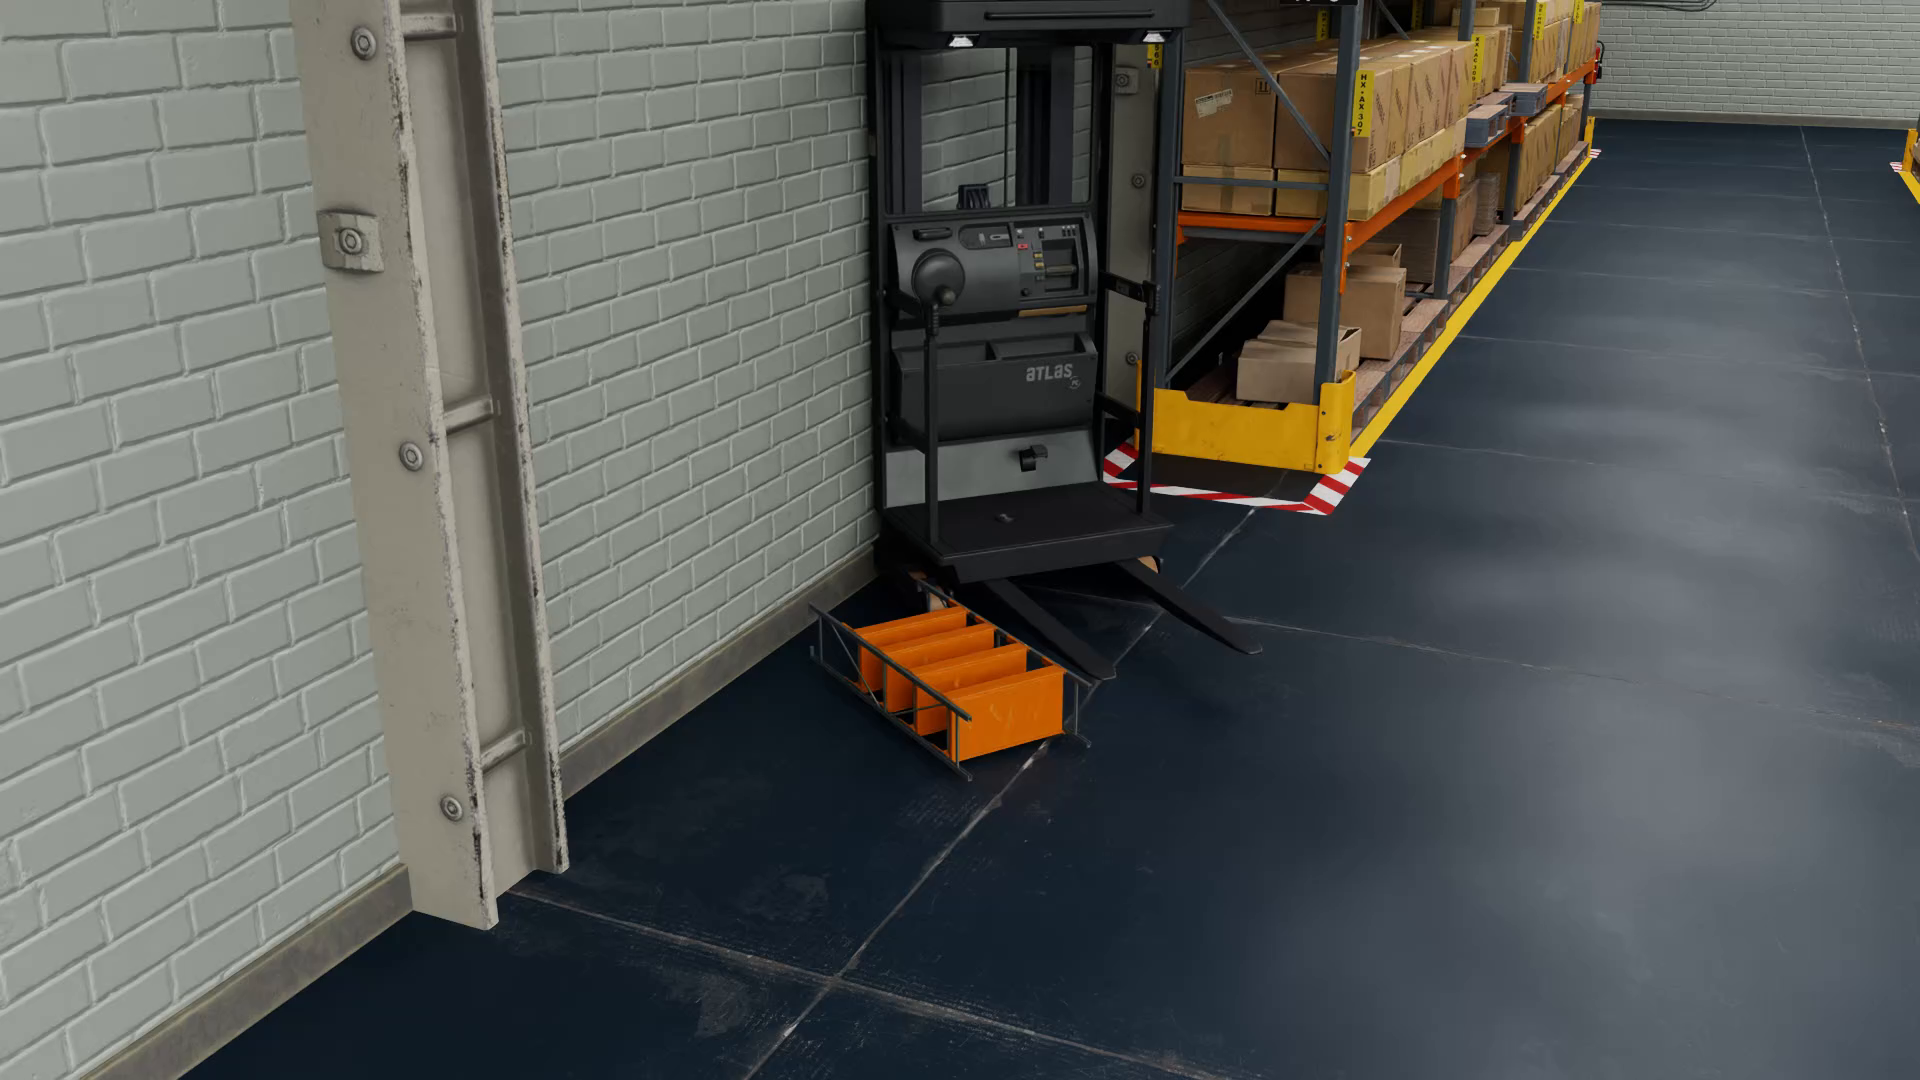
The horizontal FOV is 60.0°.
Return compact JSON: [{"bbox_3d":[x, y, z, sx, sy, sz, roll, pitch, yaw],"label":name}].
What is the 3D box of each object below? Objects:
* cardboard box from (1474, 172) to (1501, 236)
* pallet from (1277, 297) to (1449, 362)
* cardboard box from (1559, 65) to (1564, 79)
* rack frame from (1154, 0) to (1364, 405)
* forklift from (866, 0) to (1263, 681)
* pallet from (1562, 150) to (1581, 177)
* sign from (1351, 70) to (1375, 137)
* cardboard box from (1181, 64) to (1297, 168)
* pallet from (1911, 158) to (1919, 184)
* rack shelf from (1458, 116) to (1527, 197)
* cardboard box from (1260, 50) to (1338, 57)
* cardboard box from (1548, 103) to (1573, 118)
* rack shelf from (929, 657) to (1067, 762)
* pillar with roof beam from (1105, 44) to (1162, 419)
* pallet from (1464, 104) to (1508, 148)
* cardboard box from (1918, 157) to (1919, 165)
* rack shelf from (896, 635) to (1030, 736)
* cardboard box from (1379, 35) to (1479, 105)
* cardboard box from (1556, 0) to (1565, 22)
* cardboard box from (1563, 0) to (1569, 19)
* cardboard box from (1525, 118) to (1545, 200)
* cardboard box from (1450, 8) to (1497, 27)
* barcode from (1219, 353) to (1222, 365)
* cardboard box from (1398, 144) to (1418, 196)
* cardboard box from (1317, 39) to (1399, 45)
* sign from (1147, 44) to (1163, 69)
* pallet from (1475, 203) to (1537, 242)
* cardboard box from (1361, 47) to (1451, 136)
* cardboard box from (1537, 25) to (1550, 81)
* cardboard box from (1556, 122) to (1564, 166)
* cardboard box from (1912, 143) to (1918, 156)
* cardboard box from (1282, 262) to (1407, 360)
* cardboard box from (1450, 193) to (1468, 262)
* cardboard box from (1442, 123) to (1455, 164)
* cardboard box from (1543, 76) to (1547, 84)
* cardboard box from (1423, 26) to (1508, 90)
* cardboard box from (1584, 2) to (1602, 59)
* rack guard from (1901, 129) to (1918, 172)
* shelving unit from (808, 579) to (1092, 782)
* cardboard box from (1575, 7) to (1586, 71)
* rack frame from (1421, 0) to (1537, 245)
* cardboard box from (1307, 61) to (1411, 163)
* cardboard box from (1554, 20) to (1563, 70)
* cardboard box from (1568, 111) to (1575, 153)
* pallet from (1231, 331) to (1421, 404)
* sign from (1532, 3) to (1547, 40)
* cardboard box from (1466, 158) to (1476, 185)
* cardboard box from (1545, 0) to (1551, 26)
[{"bbox_3d":[4.564,-3.117,15.331,0.700,0.500,0.500,9,21,23],"label":"cardboard box"},{"bbox_3d":[2.931,-1.568,12.062,1.003,0.211,1.213,9,21,23],"label":"pallet"},{"bbox_3d":[6.488,-5.206,18.476,0.380,0.149,0.250,9,21,24],"label":"cardboard box"},{"bbox_3d":[1.536,-1.869,8.748,1.000,3.000,0.127,9,21,23],"label":"rack frame"},{"bbox_3d":[0.238,-1.186,6.930,1.130,2.935,3.031,-8,21,-21],"label":"forklift"},{"bbox_3d":[7.331,-4.820,21.206,1.003,0.211,1.213,9,21,23],"label":"pallet"},{"bbox_3d":[2.031,-2.203,8.394,0.100,0.325,0.005,9,21,23],"label":"sign"},{"bbox_3d":[1.535,-2.334,9.131,0.500,0.500,0.500,8,21,22],"label":"cardboard box"},{"bbox_3d":[12.252,-4.501,20.309,1.003,0.211,1.213,9,21,23],"label":"pallet"},{"bbox_3d":[3.993,-3.364,14.026,1.077,0.370,4.000,9,21,23],"label":"rack shelf"},{"bbox_3d":[2.164,-2.800,10.439,0.500,0.500,0.500,9,21,23],"label":"cardboard box"},{"bbox_3d":[7.370,-5.317,20.578,0.380,0.149,0.250,8,21,21],"label":"cardboard box"},{"bbox_3d":[0.136,0.598,5.848,0.480,0.258,0.148,-11,23,-29],"label":"rack shelf"},{"bbox_3d":[4.961,-4.438,7.017,9.100,9.000,0.400,9,21,23],"label":"pillar with roof beam"},{"bbox_3d":[3.619,-3.215,12.819,1.003,0.211,1.213,9,21,23],"label":"pallet"},{"bbox_3d":[11.717,-4.560,19.762,0.500,0.250,0.500,9,21,23],"label":"cardboard box"},{"bbox_3d":[0.014,0.530,6.039,0.480,0.258,0.148,-11,23,-29],"label":"rack shelf"},{"bbox_3d":[3.649,-3.667,12.998,0.700,0.500,0.500,11,22,28],"label":"cardboard box"},{"bbox_3d":[6.065,-5.599,17.493,0.500,0.250,0.500,9,21,24],"label":"cardboard box"},{"bbox_3d":[6.274,-5.755,17.931,0.500,0.250,0.500,9,21,24],"label":"cardboard box"},{"bbox_3d":[5.597,-3.973,17.246,0.750,0.750,0.750,8,21,22],"label":"cardboard box"},{"bbox_3d":[4.579,-4.665,14.835,0.380,0.149,0.250,5,20,14],"label":"cardboard box"},{"bbox_3d":[1.544,-1.073,9.853,0.001,0.075,0.075,9,21,23],"label":"barcode"},{"bbox_3d":[2.439,-2.229,9.954,0.500,0.250,0.500,8,21,22],"label":"cardboard box"},{"bbox_3d":[2.791,-3.269,11.759,0.500,0.500,0.500,8,21,21],"label":"cardboard box"},{"bbox_3d":[1.038,-2.646,8.732,0.100,0.325,0.005,9,21,23],"label":"sign"},{"bbox_3d":[5.203,-3.231,16.740,1.003,0.211,1.213,9,21,23],"label":"pallet"},{"bbox_3d":[2.847,-2.891,10.697,0.500,0.500,0.500,8,21,21],"label":"cardboard box"},{"bbox_3d":[5.467,-4.784,16.320,0.500,0.500,0.500,9,22,24],"label":"cardboard box"},{"bbox_3d":[6.849,-4.772,20.014,0.700,0.500,0.500,9,21,23],"label":"cardboard box"},{"bbox_3d":[12.123,-4.865,20.770,0.380,0.149,0.250,9,21,23],"label":"cardboard box"},{"bbox_3d":[2.481,-1.489,10.754,0.700,0.500,0.500,7,21,19],"label":"cardboard box"},{"bbox_3d":[3.872,-2.664,14.057,0.700,0.500,0.500,9,21,23],"label":"cardboard box"},{"bbox_3d":[3.045,-2.693,11.259,0.500,0.250,0.500,9,21,23],"label":"cardboard box"},{"bbox_3d":[6.009,-4.904,17.627,0.380,0.149,0.250,8,21,21],"label":"cardboard box"},{"bbox_3d":[4.424,-4.249,14.635,0.700,0.500,0.500,6,21,18],"label":"cardboard box"},{"bbox_3d":[7.888,-6.744,22.008,0.980,0.700,0.700,10,22,25],"label":"cardboard box"},{"bbox_3d":[12.577,-4.881,20.946,1.175,0.500,0.348,9,21,23],"label":"rack guard"},{"bbox_3d":[-0.067,0.485,6.165,0.503,0.258,1.200,-11,23,-29],"label":"shelving unit"},{"bbox_3d":[6.991,-6.065,20.098,0.980,0.700,0.700,8,21,21],"label":"cardboard box"},{"bbox_3d":[4.812,-4.315,15.624,1.000,3.000,0.127,9,21,23],"label":"rack frame"},{"bbox_3d":[2.217,-2.416,9.359,0.500,0.500,0.500,9,21,23],"label":"cardboard box"},{"bbox_3d":[6.077,-5.249,17.628,0.500,0.500,0.500,9,21,23],"label":"cardboard box"},{"bbox_3d":[7.482,-5.246,21.346,0.700,0.500,0.500,8,21,21],"label":"cardboard box"},{"bbox_3d":[2.433,-1.194,11.010,1.003,0.211,1.213,9,21,23],"label":"pallet"},{"bbox_3d":[5.311,-4.751,15.242,0.100,0.325,0.005,9,21,23],"label":"sign"},{"bbox_3d":[4.274,-3.305,14.739,0.500,0.250,0.500,9,21,24],"label":"cardboard box"},{"bbox_3d":[5.452,-5.132,16.182,0.500,0.250,0.500,8,21,22],"label":"cardboard box"}]
